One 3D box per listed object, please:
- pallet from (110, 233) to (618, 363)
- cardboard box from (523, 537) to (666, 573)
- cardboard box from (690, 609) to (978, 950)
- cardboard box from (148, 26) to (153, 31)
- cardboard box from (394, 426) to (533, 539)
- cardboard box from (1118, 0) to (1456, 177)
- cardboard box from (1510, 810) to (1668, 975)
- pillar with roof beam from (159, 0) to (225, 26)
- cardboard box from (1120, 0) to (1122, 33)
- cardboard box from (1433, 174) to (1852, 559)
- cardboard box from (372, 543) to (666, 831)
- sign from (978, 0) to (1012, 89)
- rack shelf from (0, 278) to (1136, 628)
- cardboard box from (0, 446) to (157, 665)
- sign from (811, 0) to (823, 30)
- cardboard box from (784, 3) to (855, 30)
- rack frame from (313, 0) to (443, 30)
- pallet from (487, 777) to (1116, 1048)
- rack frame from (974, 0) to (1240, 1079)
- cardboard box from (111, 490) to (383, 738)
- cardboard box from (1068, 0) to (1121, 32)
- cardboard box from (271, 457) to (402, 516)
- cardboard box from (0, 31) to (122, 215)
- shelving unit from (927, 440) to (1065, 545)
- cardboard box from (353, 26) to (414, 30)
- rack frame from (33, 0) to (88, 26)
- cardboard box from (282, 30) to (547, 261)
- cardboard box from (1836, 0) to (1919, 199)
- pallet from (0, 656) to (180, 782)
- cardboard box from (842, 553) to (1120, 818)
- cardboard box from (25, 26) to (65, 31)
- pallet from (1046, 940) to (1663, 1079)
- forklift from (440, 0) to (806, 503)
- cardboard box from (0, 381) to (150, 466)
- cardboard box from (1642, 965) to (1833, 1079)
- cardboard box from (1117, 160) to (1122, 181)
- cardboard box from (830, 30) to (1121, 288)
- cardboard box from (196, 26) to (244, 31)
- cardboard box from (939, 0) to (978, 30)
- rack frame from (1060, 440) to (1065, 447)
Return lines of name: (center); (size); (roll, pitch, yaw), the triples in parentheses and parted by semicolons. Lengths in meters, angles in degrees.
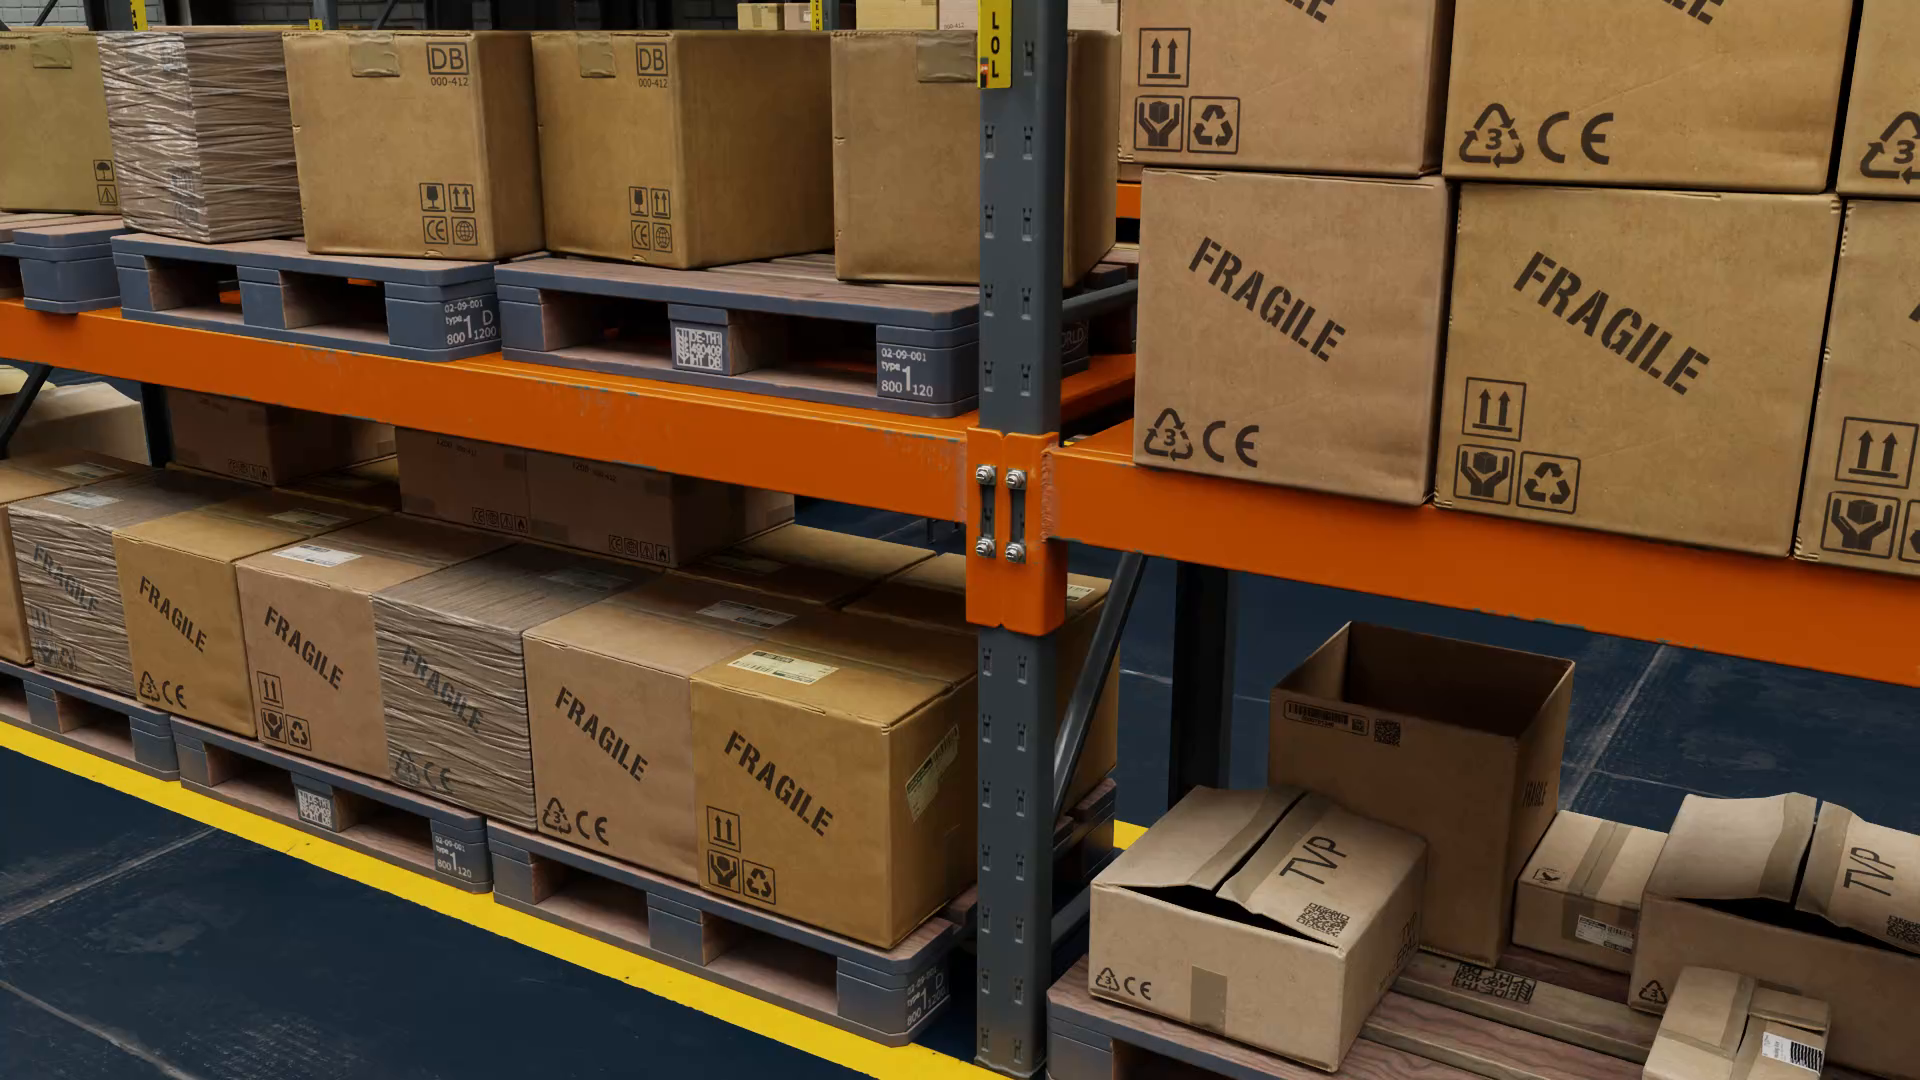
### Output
pallet: (-1.405, -0.706, 4.375); (1.213, 0.211, 1.003); (10, 20, 30)
cardboard box: (-0.823, 0.211, 4.569); (0.500, 0.500, 0.500); (10, 20, 31)
cardboard box: (-0.226, 0.497, 3.627); (0.500, 0.500, 0.500); (10, 20, 30)
cardboard box: (-5.744, -3.453, 12.021); (0.500, 0.500, 0.500); (11, 20, 32)
cardboard box: (-1.220, -0.220, 4.697); (0.500, 0.250, 0.500); (10, 19, 29)
cardboard box: (0.598, -0.869, 2.689); (0.500, 0.500, 0.500); (11, 20, 31)
cardboard box: (1.329, 0.728, 3.472); (0.250, 0.149, 0.380); (10, 20, 30)
pillar with roof beam: (-8.496, -5.449, 9.337); (0.400, 9.000, 9.100); (10, 20, 30)
cardboard box: (1.102, -2.513, 7.985); (0.500, 0.250, 0.500); (10, 19, 29)
cardboard box: (1.074, -0.310, 2.568); (0.500, 0.500, 0.500); (11, 20, 31)
cardboard box: (-1.070, 0.344, 4.133); (0.500, 0.500, 0.500); (10, 20, 31)
sign: (0.057, -0.900, 2.692); (0.005, 0.325, 0.100); (10, 20, 30)
rack shelf: (-1.360, -0.444, 4.420); (4.000, 0.370, 1.077); (10, 20, 30)
cardboard box: (-2.826, 0.033, 5.156); (0.500, 0.500, 0.500); (11, 20, 32)
sign: (-0.751, -2.700, 8.754); (0.005, 0.325, 0.100); (10, 20, 30)
cardboard box: (-0.785, -2.934, 9.333); (0.250, 0.149, 0.380); (7, 18, 23)
rack frame: (-3.884, -2.928, 11.361); (0.127, 3.000, 1.000); (10, 20, 30)
pallet: (-0.369, 0.736, 4.096); (1.213, 0.211, 1.003); (10, 20, 30)
rack frame: (0.344, -0.484, 3.314); (0.127, 3.000, 1.000); (10, 20, 30)
cardboard box: (-1.952, 0.189, 4.643); (0.500, 0.500, 0.500); (10, 19, 29)
cardboard box: (0.663, -2.589, 8.235); (0.500, 0.250, 0.500); (10, 20, 30)
cardboard box: (-1.704, 0.056, 5.080); (0.500, 0.500, 0.500); (9, 19, 28)
cardboard box: (-2.469, -1.273, 5.018); (0.500, 0.500, 0.700); (4, 17, 12)
shelving unit: (0.141, -0.549, 6.624); (0.503, 1.200, 0.258); (10, 20, 30)
cardboard box: (-4.175, -3.348, 11.676); (0.500, 0.500, 0.500); (10, 19, 29)
rack frame: (-7.292, -3.537, 13.364); (0.127, 3.000, 1.000); (10, 20, 30)
cardboard box: (-1.194, -0.986, 4.073); (0.500, 0.500, 0.700); (5, 18, 16)
cardboard box: (1.476, -0.712, 2.173); (0.500, 0.500, 0.500); (9, 19, 28)
pallet: (-2.448, 0.365, 5.318); (1.213, 0.211, 1.003); (10, 20, 30)
cardboard box: (0.059, 0.367, 4.054); (0.500, 0.500, 0.500); (9, 19, 28)
cardboard box: (-6.627, -3.609, 12.534); (0.500, 0.500, 0.500); (10, 20, 30)
pallet: (0.929, 0.955, 3.375); (1.213, 0.211, 1.003); (10, 20, 30)
forklift: (-2.033, -1.710, 7.467); (3.031, 2.935, 1.130); (9, 19, 26)
cardboard box: (-3.357, -0.399, 6.076); (0.500, 0.311, 0.500); (11, 20, 32)
cardboard box: (1.331, 0.908, 2.850); (0.250, 0.166, 0.380); (10, 20, 30)
cardboard box: (0.795, -1.913, 8.416); (0.250, 0.149, 0.380); (10, 20, 31)
cardboard box: (0.057, -0.860, 3.658); (0.500, 0.500, 0.700); (4, 17, 12)
cardboard box: (-4.877, -3.295, 11.501); (0.500, 0.500, 0.500); (10, 20, 30)
cardboard box: (0.235, -2.664, 8.482); (0.500, 0.250, 0.500); (10, 19, 29)
rack frame: (0.349, -0.512, 6.502); (0.015, 1.200, 0.240); (10, 20, 30)
